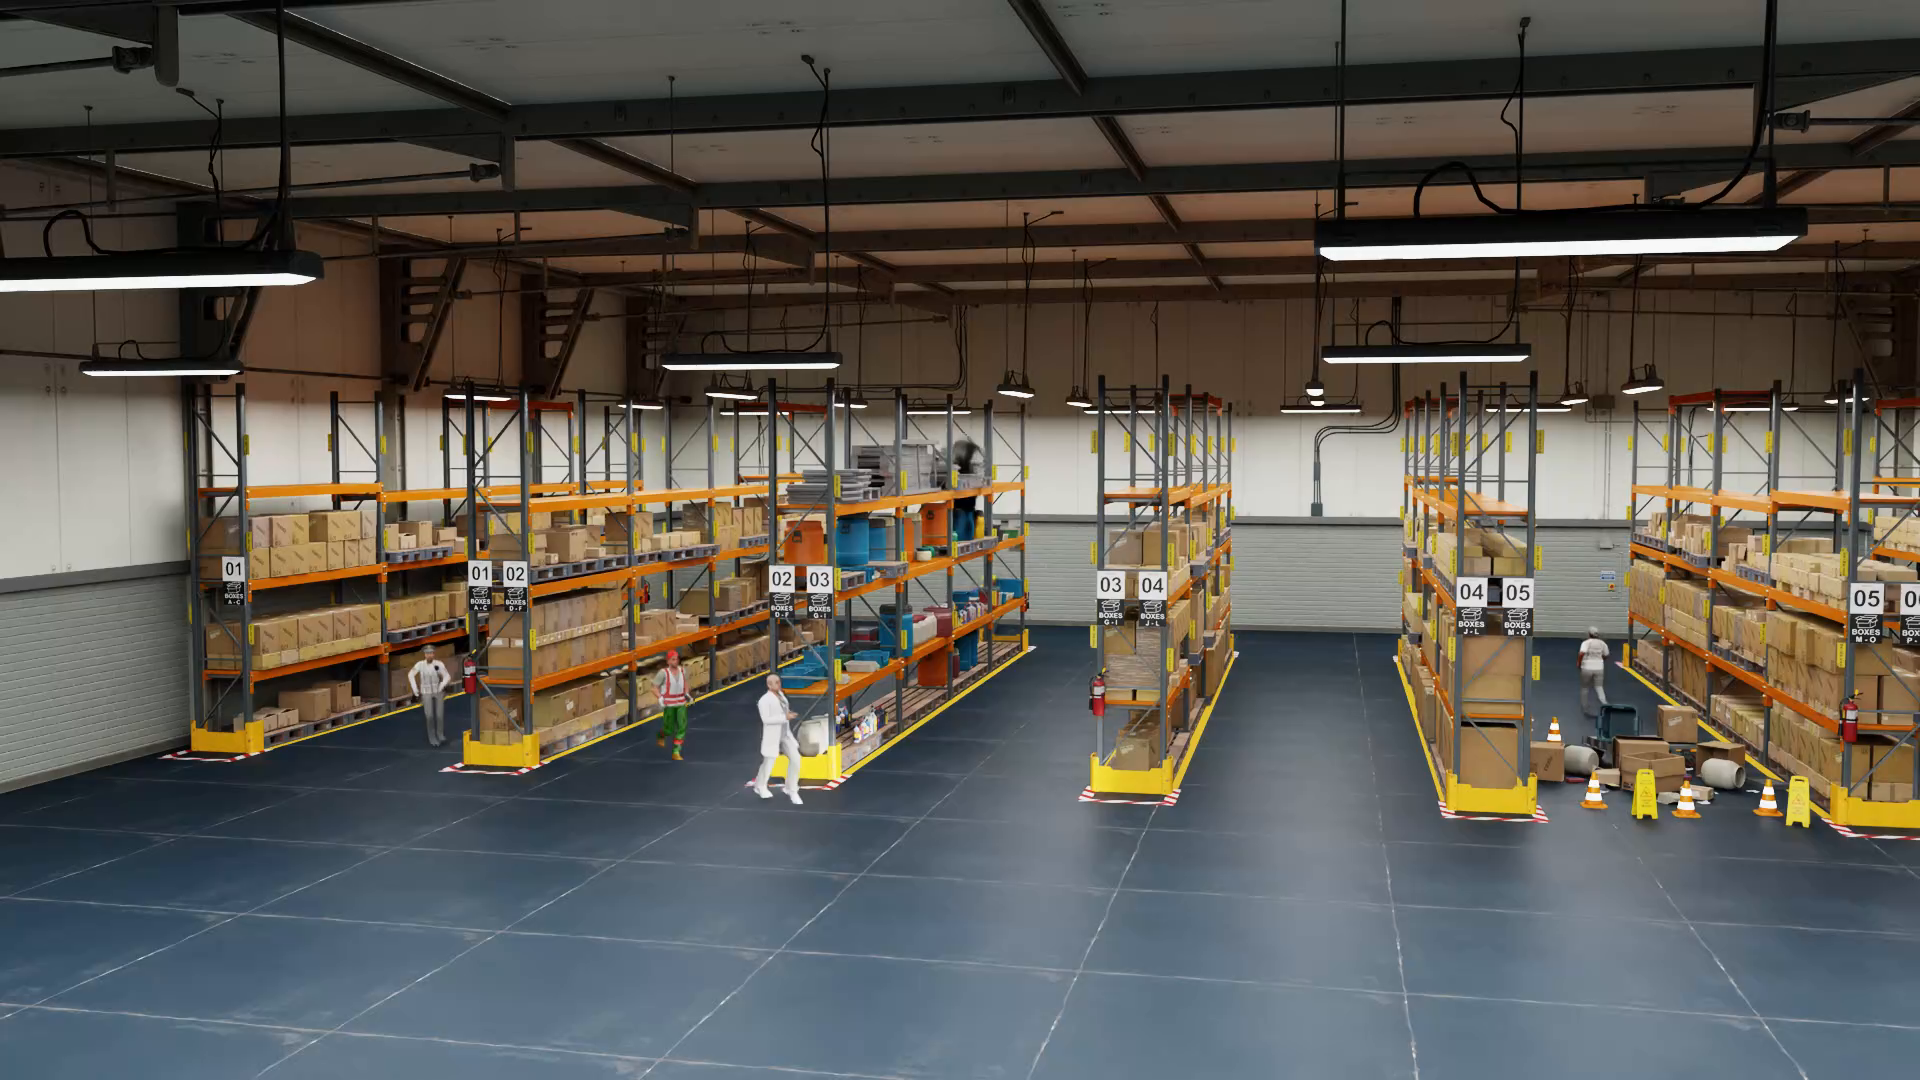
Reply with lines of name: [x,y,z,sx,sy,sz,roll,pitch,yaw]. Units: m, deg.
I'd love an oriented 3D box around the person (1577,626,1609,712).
person: [11.722,2.415,30.813,0.608,1.633,0.861,0,3,5]

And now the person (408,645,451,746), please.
person: [-8.827,2.583,27.698,0.674,1.698,0.612,-1,4,-21]

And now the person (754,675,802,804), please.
person: [-2.583,2.794,23.213,0.833,1.848,0.640,3,4,43]

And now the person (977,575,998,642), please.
person: [0.708,1.727,41.618,0.977,1.733,0.708,1,4,24]

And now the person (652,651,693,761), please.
person: [-4.597,2.623,26.523,0.668,1.741,0.750,-2,4,-35]
